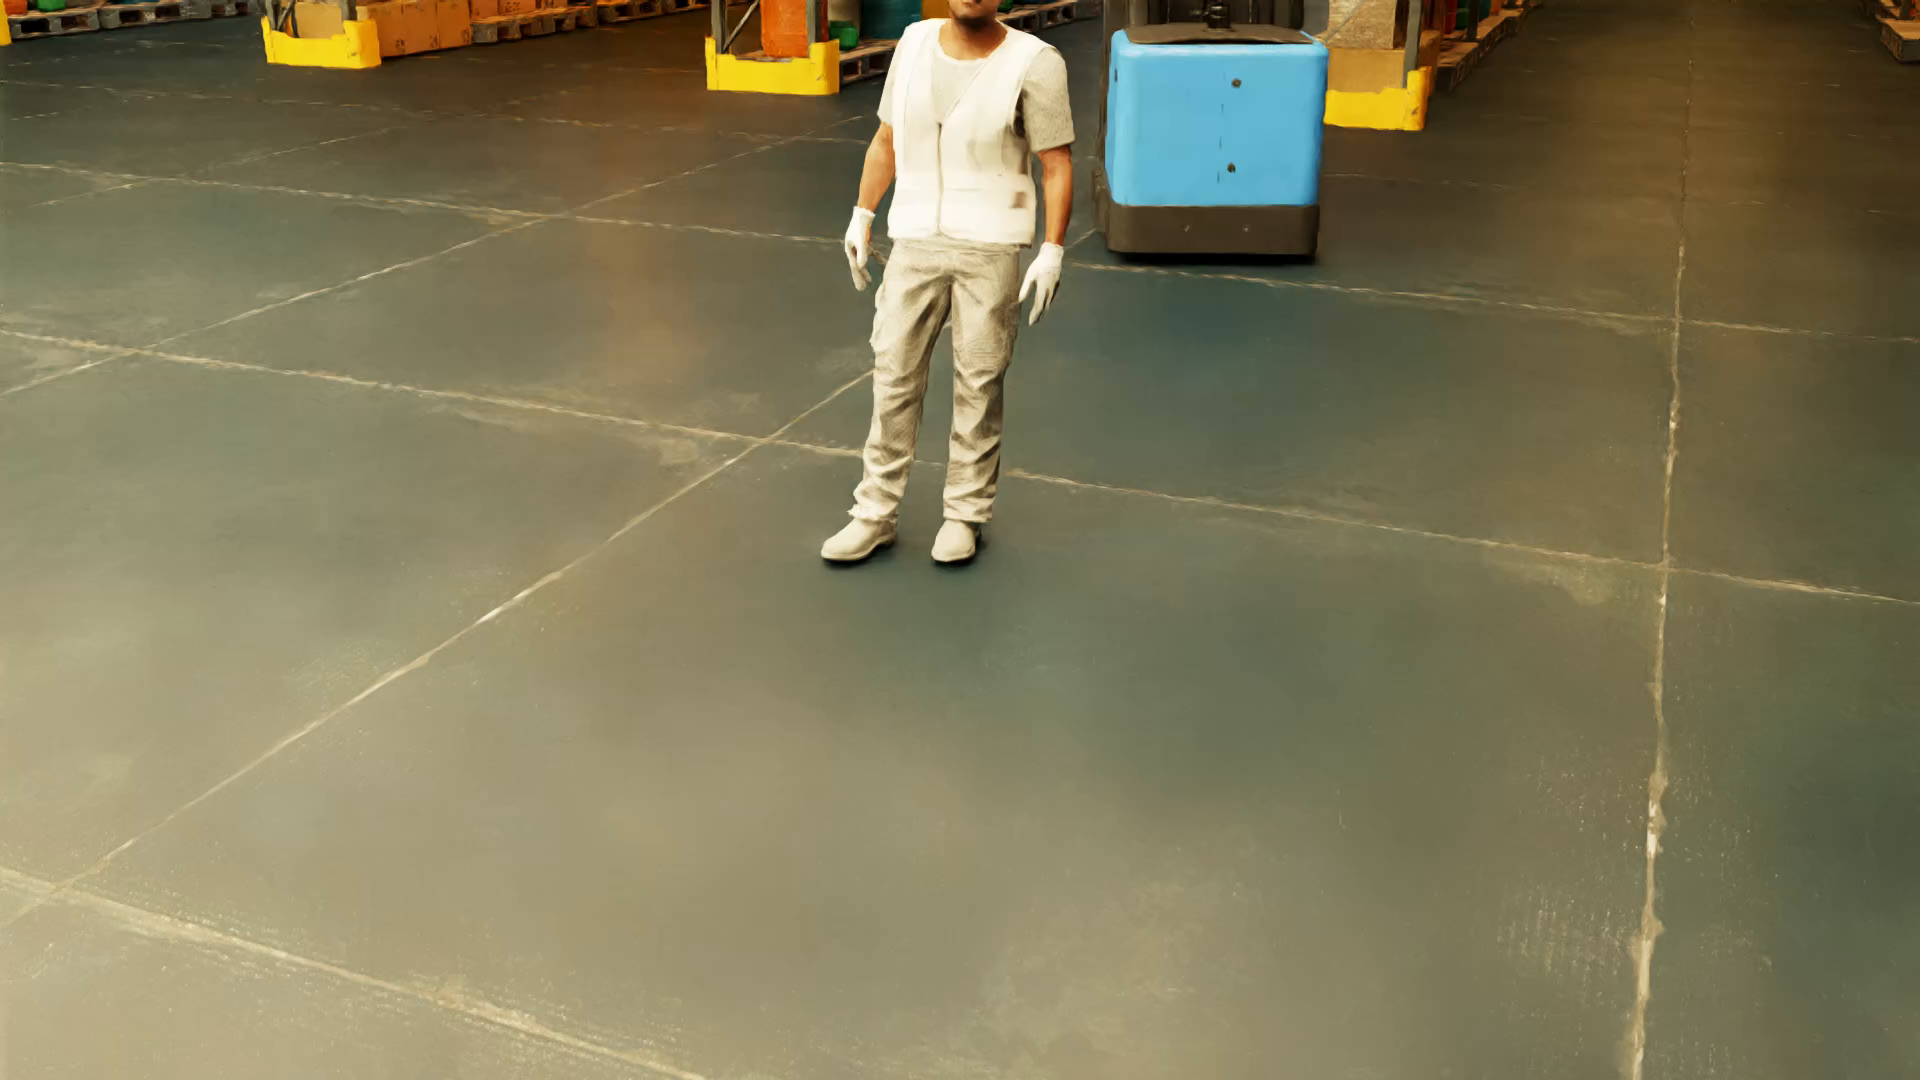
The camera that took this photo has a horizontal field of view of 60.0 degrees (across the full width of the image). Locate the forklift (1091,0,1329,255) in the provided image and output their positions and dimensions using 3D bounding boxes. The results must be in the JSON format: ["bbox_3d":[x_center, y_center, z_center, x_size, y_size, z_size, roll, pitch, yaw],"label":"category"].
[{"bbox_3d":[1.340,-3.309,9.210,1.130,2.935,3.031,1,23,2],"label":"forklift"}]

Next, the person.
[{"bbox_3d":[-0.035,-0.804,4.688,0.655,1.782,0.576,9,24,21],"label":"person"}]
